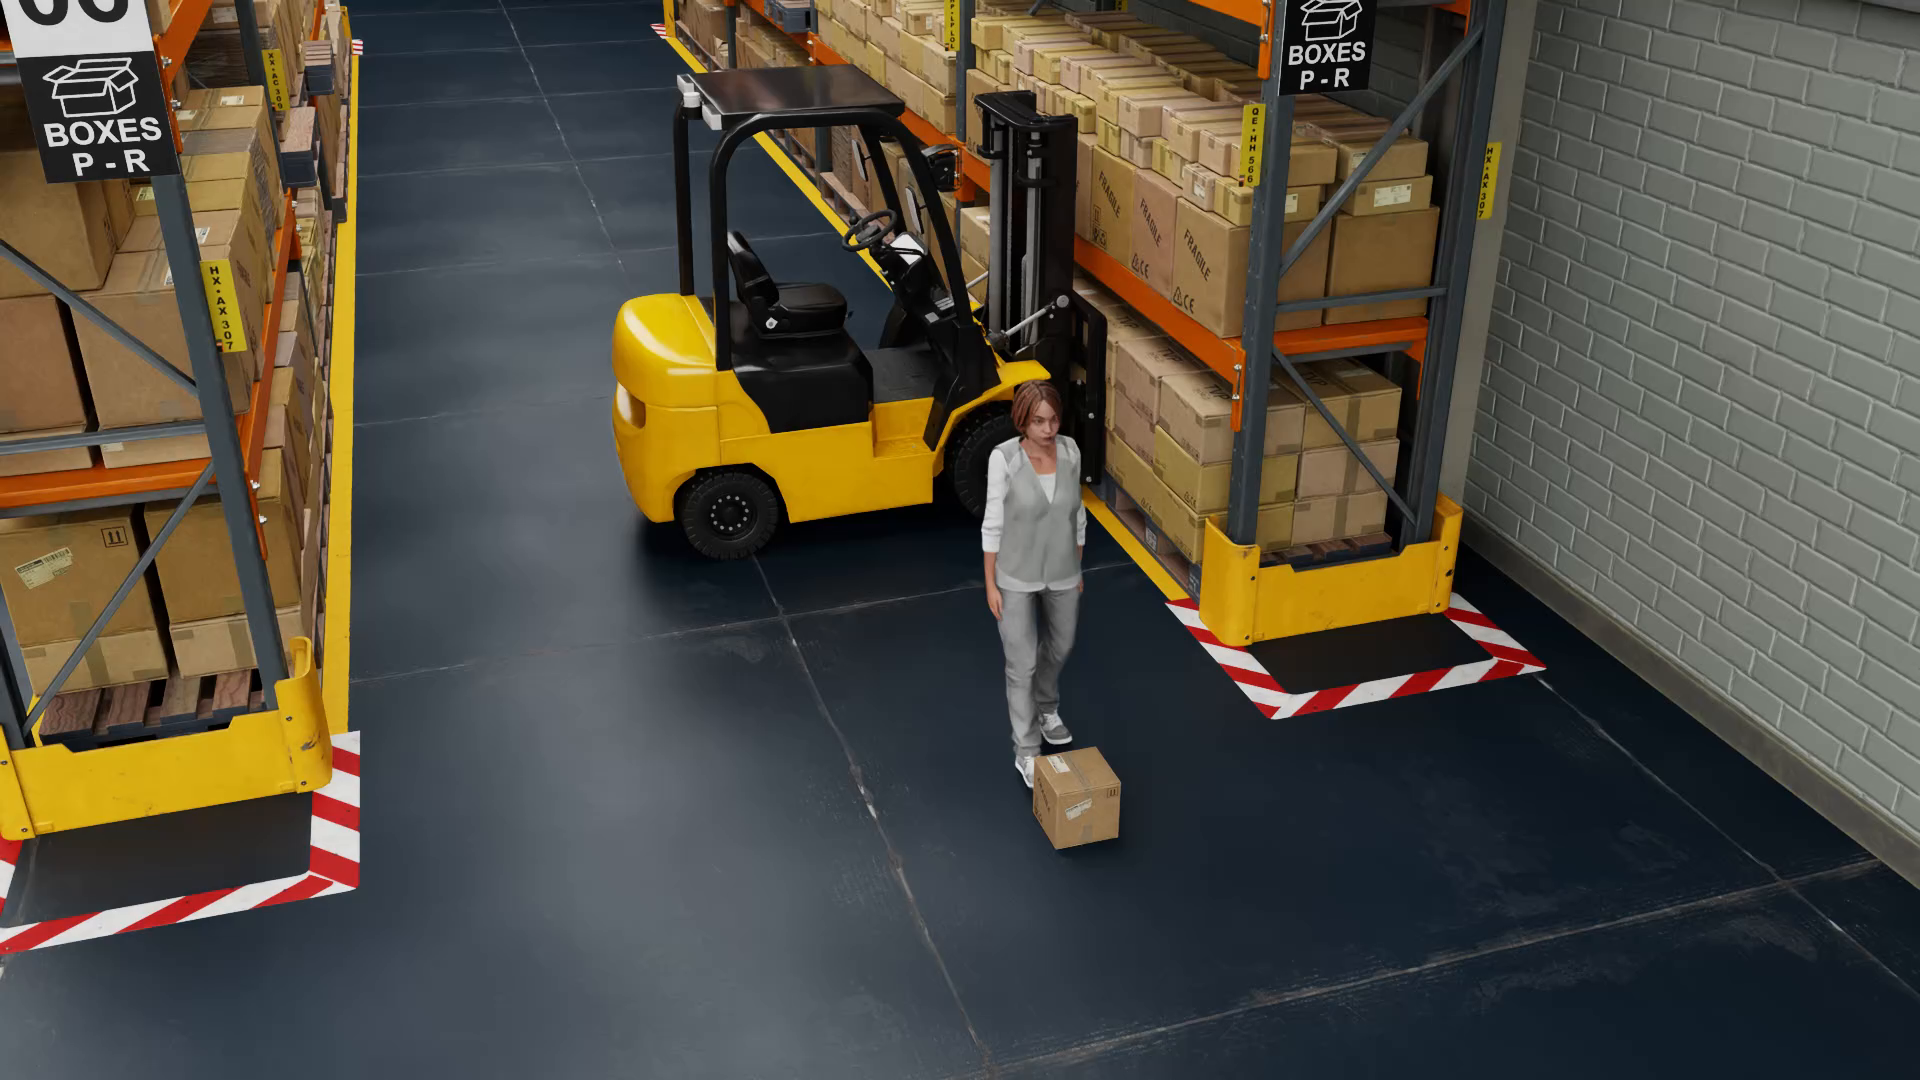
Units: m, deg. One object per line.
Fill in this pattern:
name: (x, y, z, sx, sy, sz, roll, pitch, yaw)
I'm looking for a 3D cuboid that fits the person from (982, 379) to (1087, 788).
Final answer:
person: (0.293, 0.164, 6.299, 0.427, 1.617, 0.568, -8, 28, -16)
